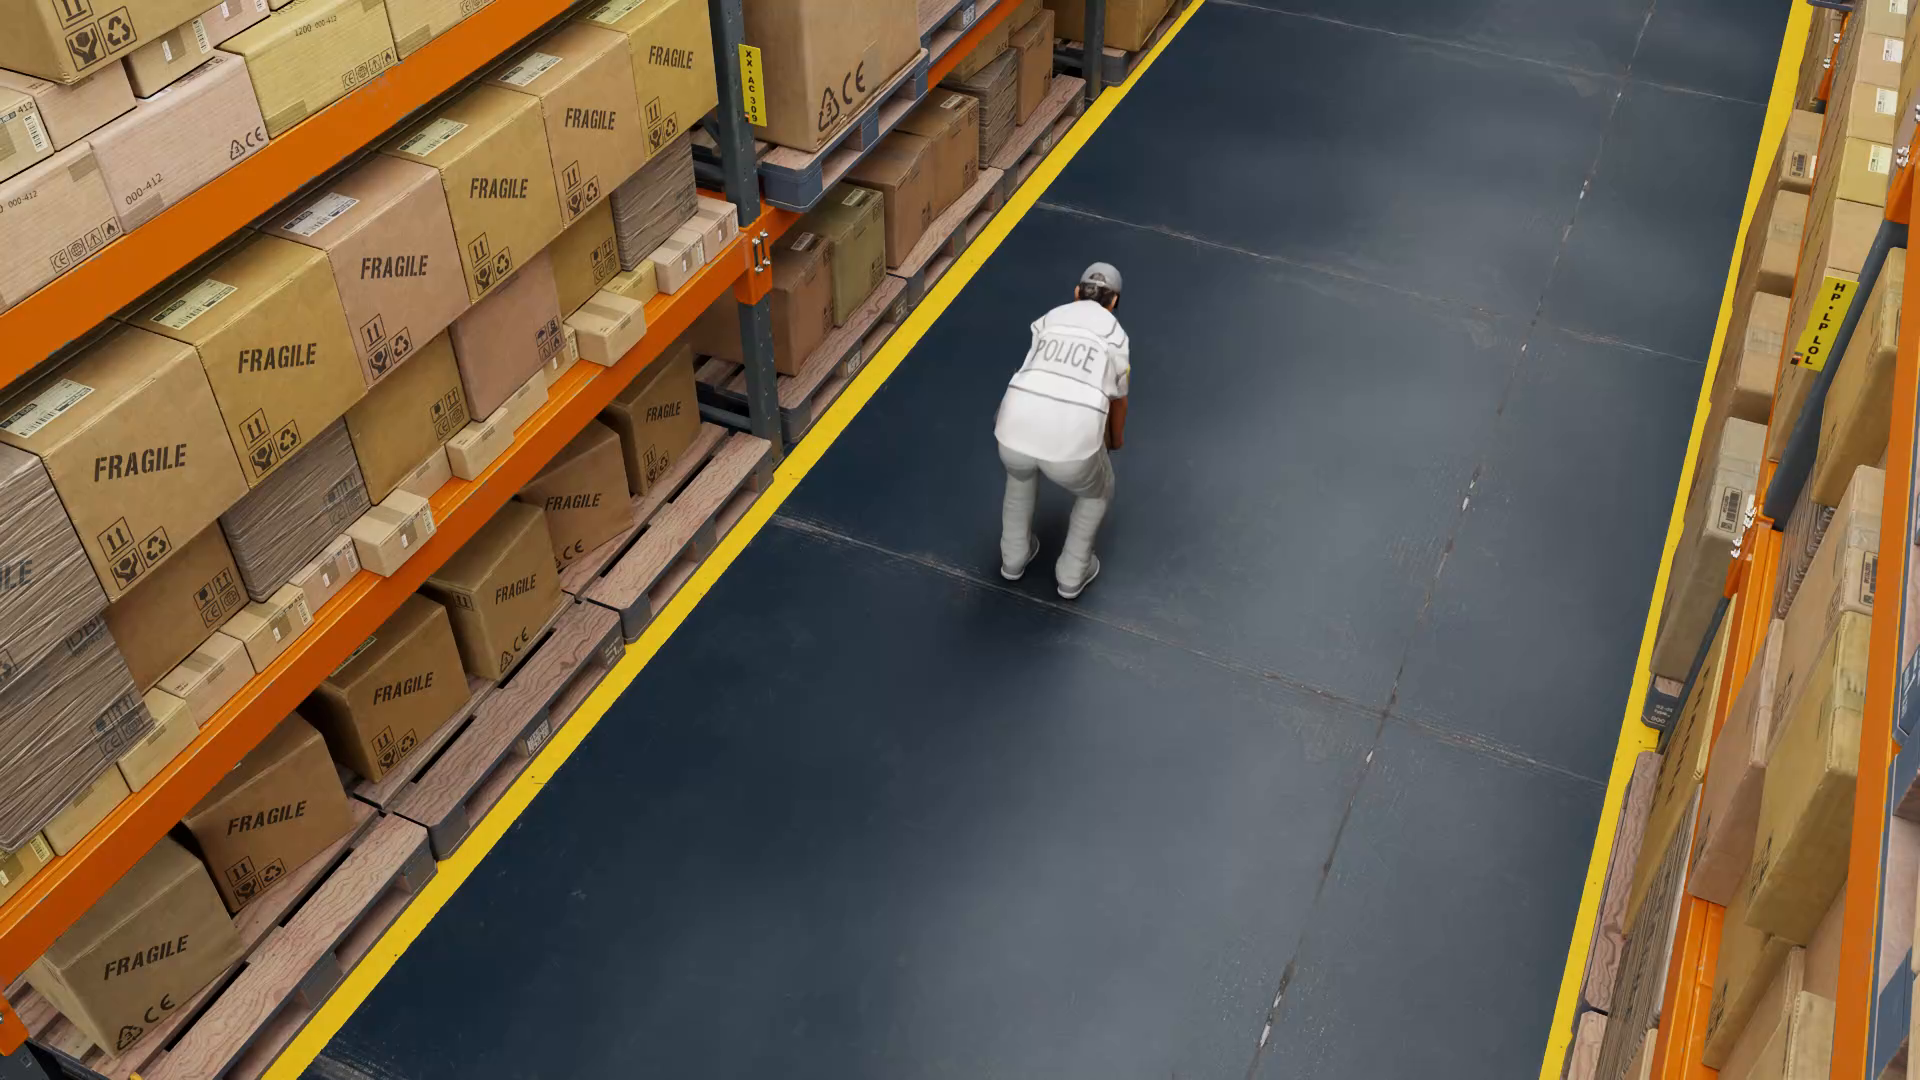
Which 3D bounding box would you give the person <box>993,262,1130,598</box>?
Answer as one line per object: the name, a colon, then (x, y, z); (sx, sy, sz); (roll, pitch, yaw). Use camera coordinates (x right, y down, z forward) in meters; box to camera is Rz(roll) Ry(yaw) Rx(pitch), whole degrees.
person: (0.457, -0.438, 6.949); (0.473, 1.257, 0.892); (16, 45, 17)
